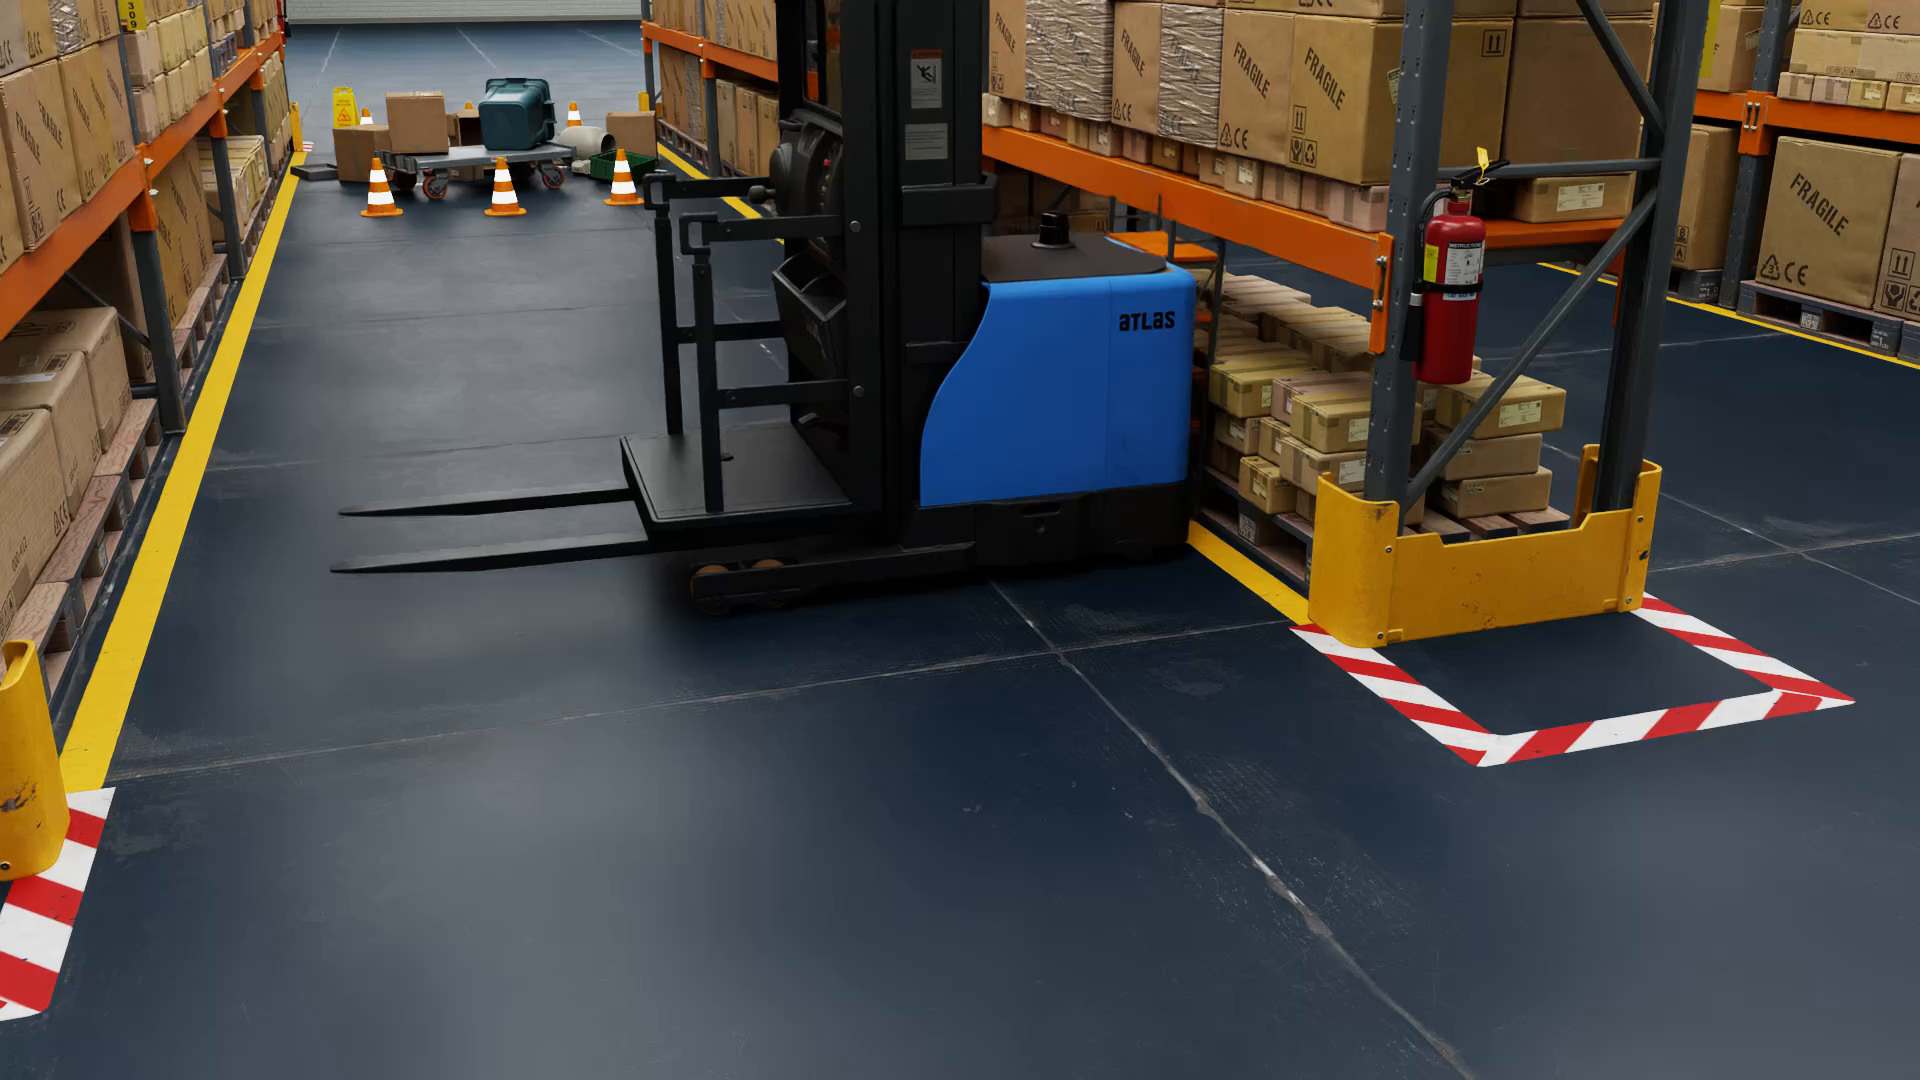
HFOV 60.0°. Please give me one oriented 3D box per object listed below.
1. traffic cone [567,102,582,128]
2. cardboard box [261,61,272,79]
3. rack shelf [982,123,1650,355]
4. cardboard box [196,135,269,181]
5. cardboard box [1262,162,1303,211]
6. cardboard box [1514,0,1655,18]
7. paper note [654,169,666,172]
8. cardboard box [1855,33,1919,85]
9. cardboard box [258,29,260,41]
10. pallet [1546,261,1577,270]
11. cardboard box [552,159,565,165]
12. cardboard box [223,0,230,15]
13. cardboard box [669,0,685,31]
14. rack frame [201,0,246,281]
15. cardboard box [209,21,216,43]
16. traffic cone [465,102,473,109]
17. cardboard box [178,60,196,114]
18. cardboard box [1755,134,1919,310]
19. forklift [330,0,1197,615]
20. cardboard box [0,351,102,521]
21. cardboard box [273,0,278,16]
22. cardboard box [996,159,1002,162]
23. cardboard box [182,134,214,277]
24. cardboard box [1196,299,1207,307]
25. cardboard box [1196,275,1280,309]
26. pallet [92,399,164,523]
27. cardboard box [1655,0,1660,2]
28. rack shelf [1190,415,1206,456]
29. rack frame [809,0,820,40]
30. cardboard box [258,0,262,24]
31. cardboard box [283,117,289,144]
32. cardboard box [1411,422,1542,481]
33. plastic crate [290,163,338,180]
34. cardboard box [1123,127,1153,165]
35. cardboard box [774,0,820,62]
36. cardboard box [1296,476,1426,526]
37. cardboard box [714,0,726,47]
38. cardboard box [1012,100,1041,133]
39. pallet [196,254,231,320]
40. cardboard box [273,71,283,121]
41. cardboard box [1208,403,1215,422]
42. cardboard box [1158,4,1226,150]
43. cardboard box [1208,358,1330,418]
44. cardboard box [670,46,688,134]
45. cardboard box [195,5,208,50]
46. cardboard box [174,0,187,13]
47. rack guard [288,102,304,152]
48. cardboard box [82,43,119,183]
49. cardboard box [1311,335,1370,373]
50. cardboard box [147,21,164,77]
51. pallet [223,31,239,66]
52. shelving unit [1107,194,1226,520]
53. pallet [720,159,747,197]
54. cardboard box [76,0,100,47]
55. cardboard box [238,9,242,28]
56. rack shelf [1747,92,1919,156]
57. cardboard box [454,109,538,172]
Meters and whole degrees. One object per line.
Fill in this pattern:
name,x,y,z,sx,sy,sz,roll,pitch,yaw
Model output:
traffic cone,-4.407,-4.763,18.993,0.336,0.463,0.334,-6,21,-17
cardboard box,-6.710,-4.427,15.683,0.380,0.149,0.250,-6,20,-15
rack shelf,1.175,-1.447,7.072,1.077,0.370,4.000,-6,21,-17
cardboard box,-6.468,-3.229,14.236,0.950,0.372,0.625,-6,21,-17
cardboard box,1.297,-1.263,5.867,0.380,0.149,0.250,-7,21,-18
cardboard box,1.914,-1.974,5.407,0.500,0.500,0.500,-7,21,-18
paper note,-3.039,-3.717,16.720,0.142,0.020,0.147,12,23,30
cardboard box,5.337,-2.653,9.147,0.500,0.250,0.500,-6,21,-17
cardboard box,-6.716,-4.694,15.419,0.380,0.149,0.250,-6,21,-16
pallet,4.585,-2.242,12.345,1.003,0.211,1.213,-6,21,-17
cardboard box,-4.257,-4.064,17.338,0.396,0.266,0.258,-3,20,-8
cardboard box,-5.794,-4.204,12.474,0.500,0.500,0.500,-7,21,-19
cardboard box,-2.610,-5.702,17.632,0.875,0.550,0.500,-6,21,-17
rack frame,-5.378,-3.153,10.757,1.000,3.000,0.127,-6,21,-17
cardboard box,-5.403,-3.543,11.594,0.380,0.149,0.250,-8,21,-21
traffic cone,-5.586,-4.752,18.963,0.336,0.463,0.334,-6,21,-17
cardboard box,-4.467,-2.461,9.053,0.500,0.250,0.500,-7,21,-18
cardboard box,5.418,-1.899,9.789,0.875,0.875,0.875,-6,21,-17
forklift,-0.719,-1.323,5.764,3.031,2.935,1.130,-6,21,-16
cardboard box,-3.744,-0.361,6.153,0.875,0.438,0.875,-7,21,-19
cardboard box,-7.461,-5.762,17.434,0.500,0.500,0.500,-7,21,-18
cardboard box,0.395,-2.238,10.176,0.500,0.250,0.500,-6,21,-16
cardboard box,-5.240,-2.120,10.403,0.875,0.875,0.875,-7,21,-18
cardboard box,0.885,-1.010,7.507,0.380,0.149,0.250,-7,21,-19
cardboard box,1.289,-1.151,7.901,0.380,0.149,0.250,-7,21,-20
pallet,-3.956,-0.304,6.952,1.003,0.211,1.213,-6,21,-17
cardboard box,4.873,-3.867,11.113,0.797,0.503,0.637,-6,21,-17
rack shelf,0.756,-0.471,6.682,0.258,0.148,0.480,-6,23,-22
rack frame,-0.711,-3.711,12.311,1.000,3.000,0.127,-6,21,-17
cardboard box,-6.689,-4.953,15.181,0.500,0.500,0.500,-6,21,-17
cardboard box,-7.228,-4.226,17.190,0.500,0.250,0.500,-6,21,-17
cardboard box,1.883,-0.335,6.069,0.380,0.149,0.250,-5,20,-15
plastic crate,-6.351,-3.653,16.469,0.402,0.080,0.583,-15,25,-36
cardboard box,0.913,-1.685,7.042,0.380,0.149,0.250,-6,21,-15
cardboard box,-1.107,-3.874,12.617,0.500,0.500,0.500,-6,21,-17
cardboard box,1.440,-0.147,5.983,0.380,0.149,0.250,-6,21,-16
cardboard box,-1.899,-4.683,14.868,0.500,0.500,0.500,-6,21,-17
cardboard box,0.476,-2.109,8.221,0.380,0.149,0.250,-6,21,-16
pallet,-5.202,-1.579,10.502,1.003,0.211,1.213,-6,21,-17
cardboard box,-7.074,-4.417,16.615,0.500,0.500,0.500,-7,21,-18
cardboard box,1.215,-0.543,6.646,0.380,0.149,0.250,-7,21,-18
cardboard box,1.093,-1.775,6.334,0.500,0.500,0.500,-6,21,-17
cardboard box,1.170,-0.579,6.308,0.380,0.149,0.250,-7,21,-18
cardboard box,-2.671,-4.983,18.375,0.875,0.875,0.875,-7,21,-18
cardboard box,-4.985,-3.189,10.340,0.500,0.250,0.500,-6,21,-17
cardboard box,-4.649,-3.208,9.285,0.500,0.500,0.500,-6,21,-17
rack guard,-7.869,-4.519,18.259,1.175,0.500,0.348,-6,21,-17
cardboard box,-3.566,-1.630,6.369,0.500,0.500,0.500,-7,21,-19
cardboard box,1.646,-0.725,6.714,0.380,0.149,0.250,-7,21,-20
cardboard box,-4.182,-2.369,8.058,0.500,0.250,0.500,-6,21,-16
pallet,-6.039,-3.693,12.546,1.003,0.211,1.213,-6,21,-17
shelving unit,0.768,-0.718,6.584,0.258,1.200,0.503,-6,23,-22
pallet,-1.654,-3.443,15.689,1.003,0.211,1.213,-6,21,-17
cardboard box,-3.559,-2.101,6.202,0.500,0.500,0.500,-7,21,-18
cardboard box,-6.031,-4.215,13.463,0.380,0.149,0.250,-7,21,-18
rack shelf,5.915,-1.942,8.449,1.077,0.370,4.000,-6,21,-17
cardboard box,-4.636,-4.015,16.650,0.797,0.637,0.503,-6,21,-17
